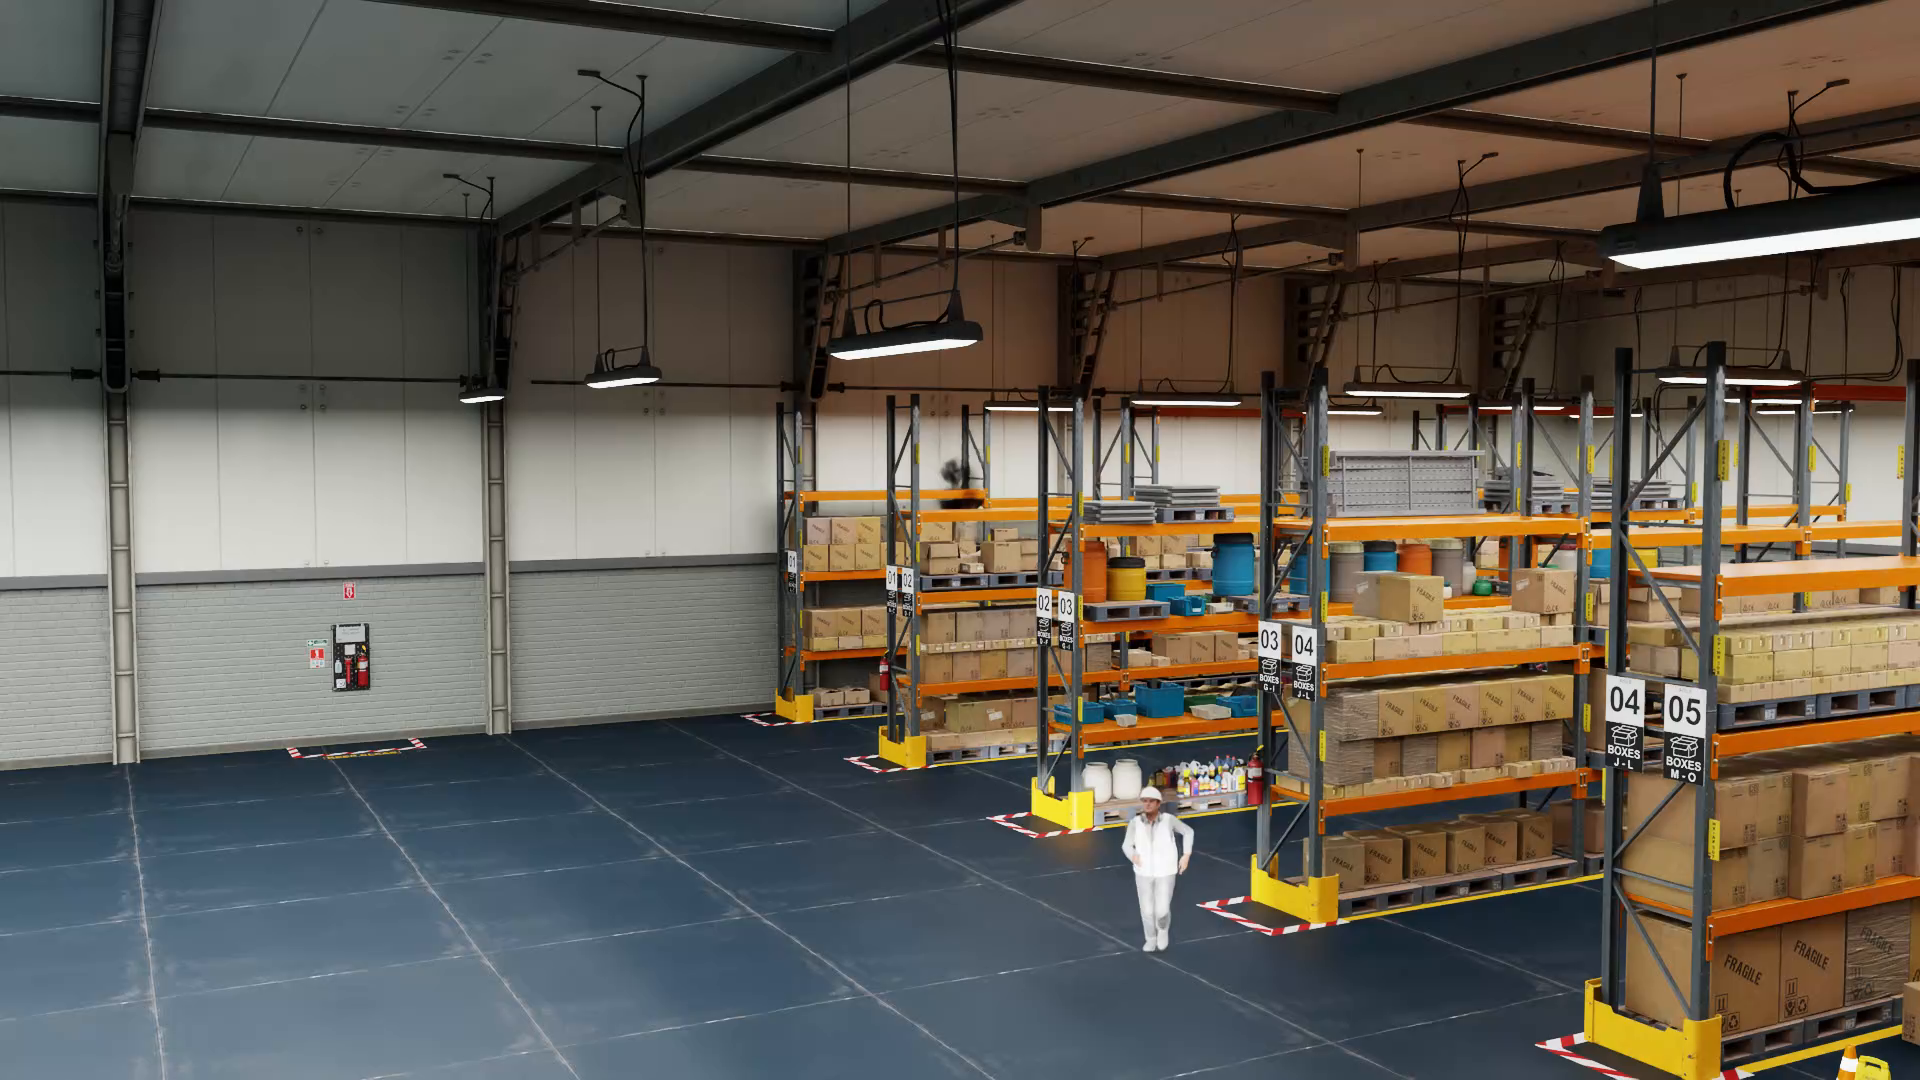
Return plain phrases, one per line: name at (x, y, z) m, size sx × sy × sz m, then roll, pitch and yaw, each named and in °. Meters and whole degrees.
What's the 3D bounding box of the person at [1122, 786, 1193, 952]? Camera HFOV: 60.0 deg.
person at (1.971, 3.340, 16.727) m, size 0.677 × 1.727 × 0.772 m, roll 1°, pitch 3°, yaw 18°
